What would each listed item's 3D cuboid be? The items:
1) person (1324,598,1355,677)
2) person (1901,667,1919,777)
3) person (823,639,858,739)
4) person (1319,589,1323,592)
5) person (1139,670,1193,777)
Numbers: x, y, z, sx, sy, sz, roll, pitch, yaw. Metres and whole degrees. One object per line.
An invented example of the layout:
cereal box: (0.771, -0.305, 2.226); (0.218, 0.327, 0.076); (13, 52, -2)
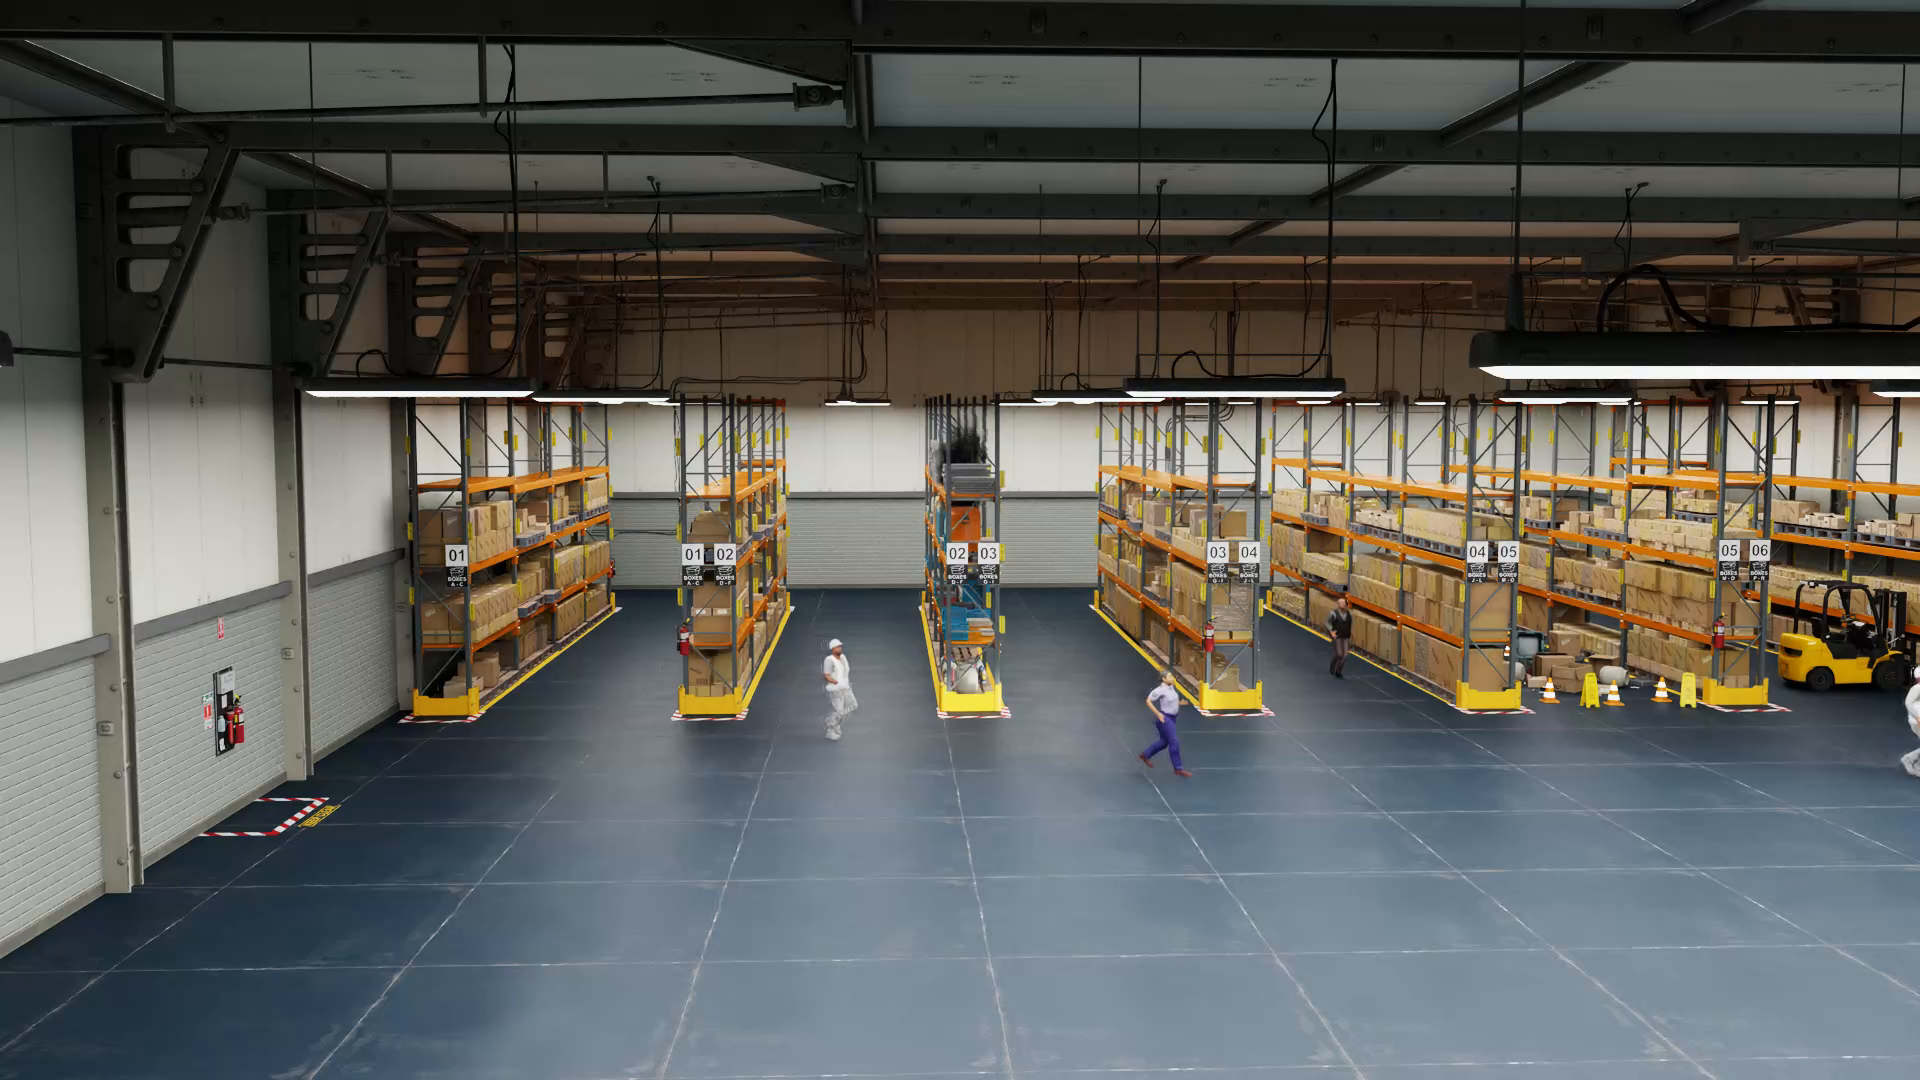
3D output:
person: (8.118, 2.084, 35.362); (0.637, 1.677, 0.567); (-1, 5, -11)
person: (14.921, 2.822, 25.769); (0.515, 1.735, 0.666); (4, 6, 43)
person: (-2.069, 2.577, 28.765); (0.568, 1.737, 0.695); (2, 5, 29)
person: (10.869, 1.013, 49.140); (0.850, 1.701, 0.625); (0, 5, -3)
person: (3.228, 2.836, 25.934); (0.907, 1.636, 0.606); (2, 5, 25)
